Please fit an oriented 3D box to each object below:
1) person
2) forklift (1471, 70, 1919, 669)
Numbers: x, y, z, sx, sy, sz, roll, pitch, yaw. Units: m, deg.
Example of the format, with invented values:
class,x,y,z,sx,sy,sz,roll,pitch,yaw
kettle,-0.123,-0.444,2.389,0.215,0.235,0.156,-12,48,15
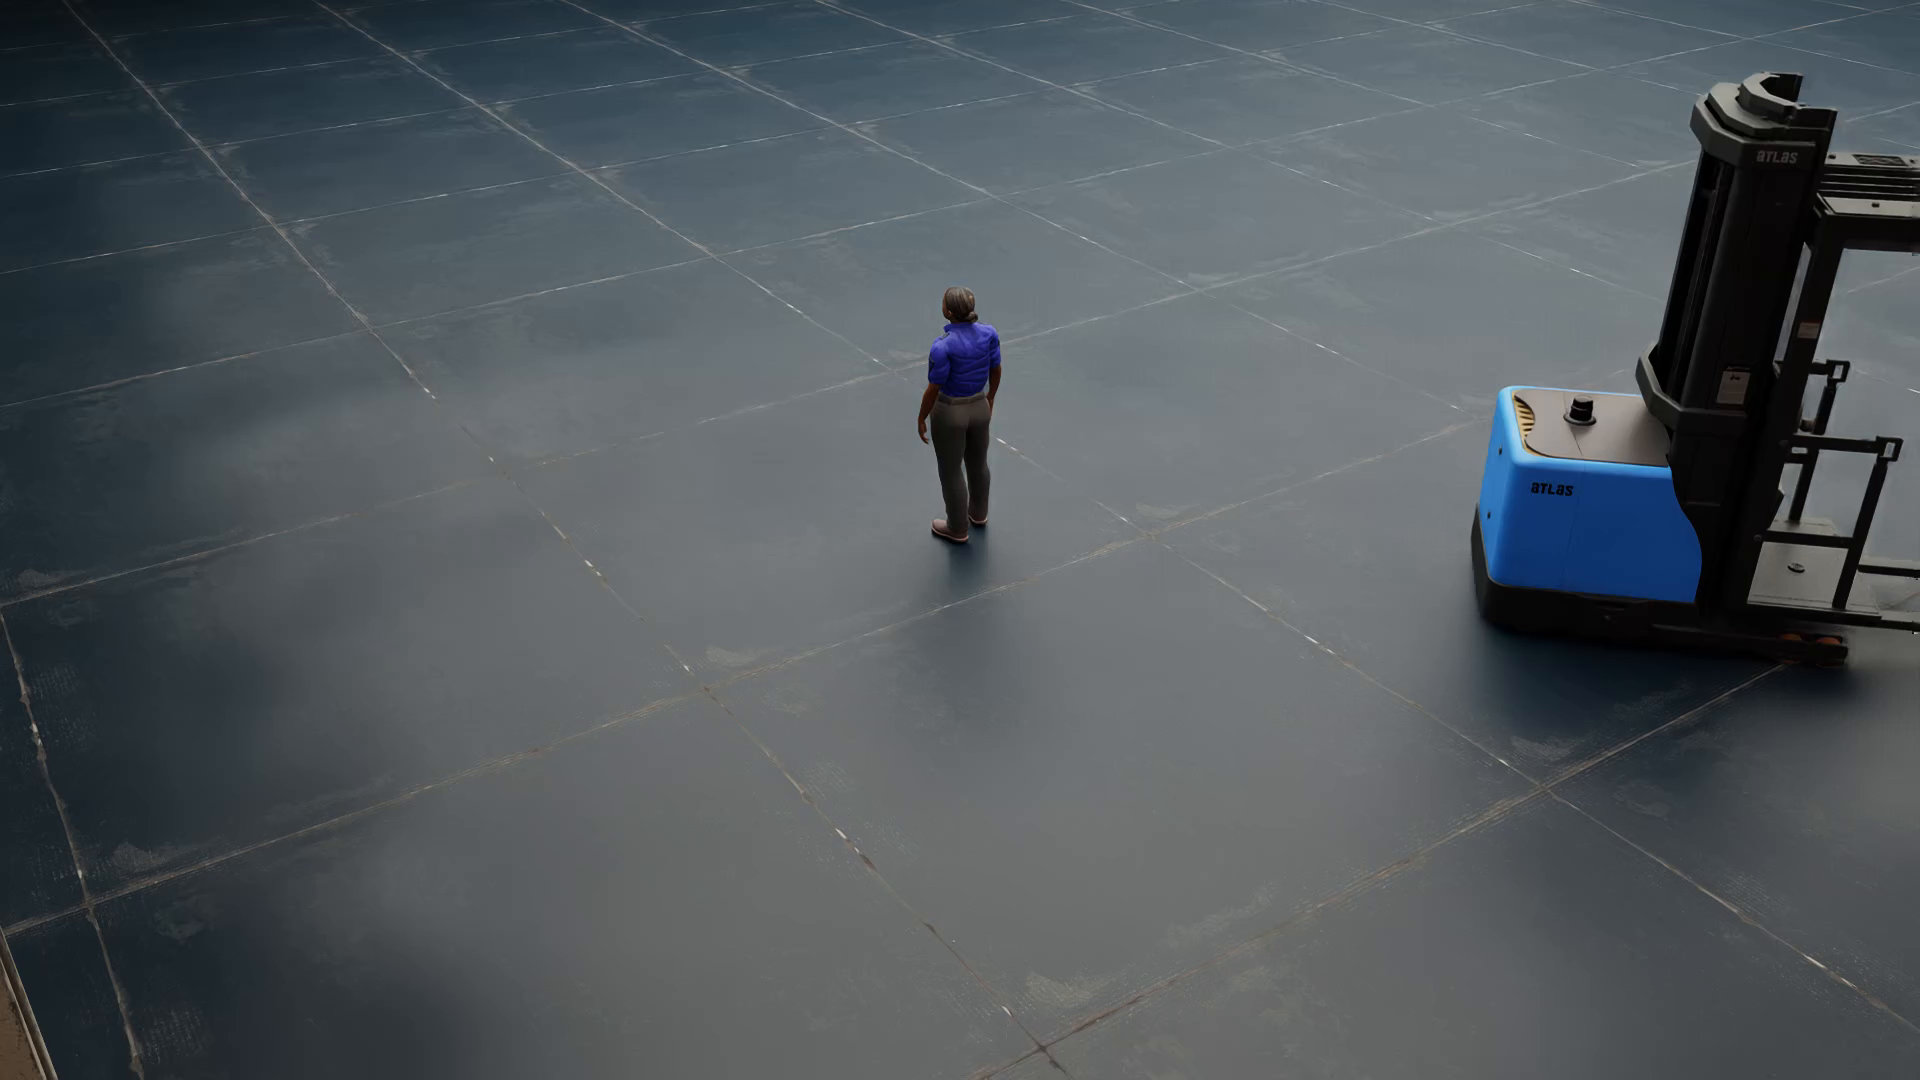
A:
class,x,y,z,sx,sy,sz,roll,pitch,yaw
person,-0.033,-0.768,9.830,0.570,1.656,0.503,-18,34,-29
forklift,4.484,-0.869,8.726,3.031,2.935,1.130,5,30,10
